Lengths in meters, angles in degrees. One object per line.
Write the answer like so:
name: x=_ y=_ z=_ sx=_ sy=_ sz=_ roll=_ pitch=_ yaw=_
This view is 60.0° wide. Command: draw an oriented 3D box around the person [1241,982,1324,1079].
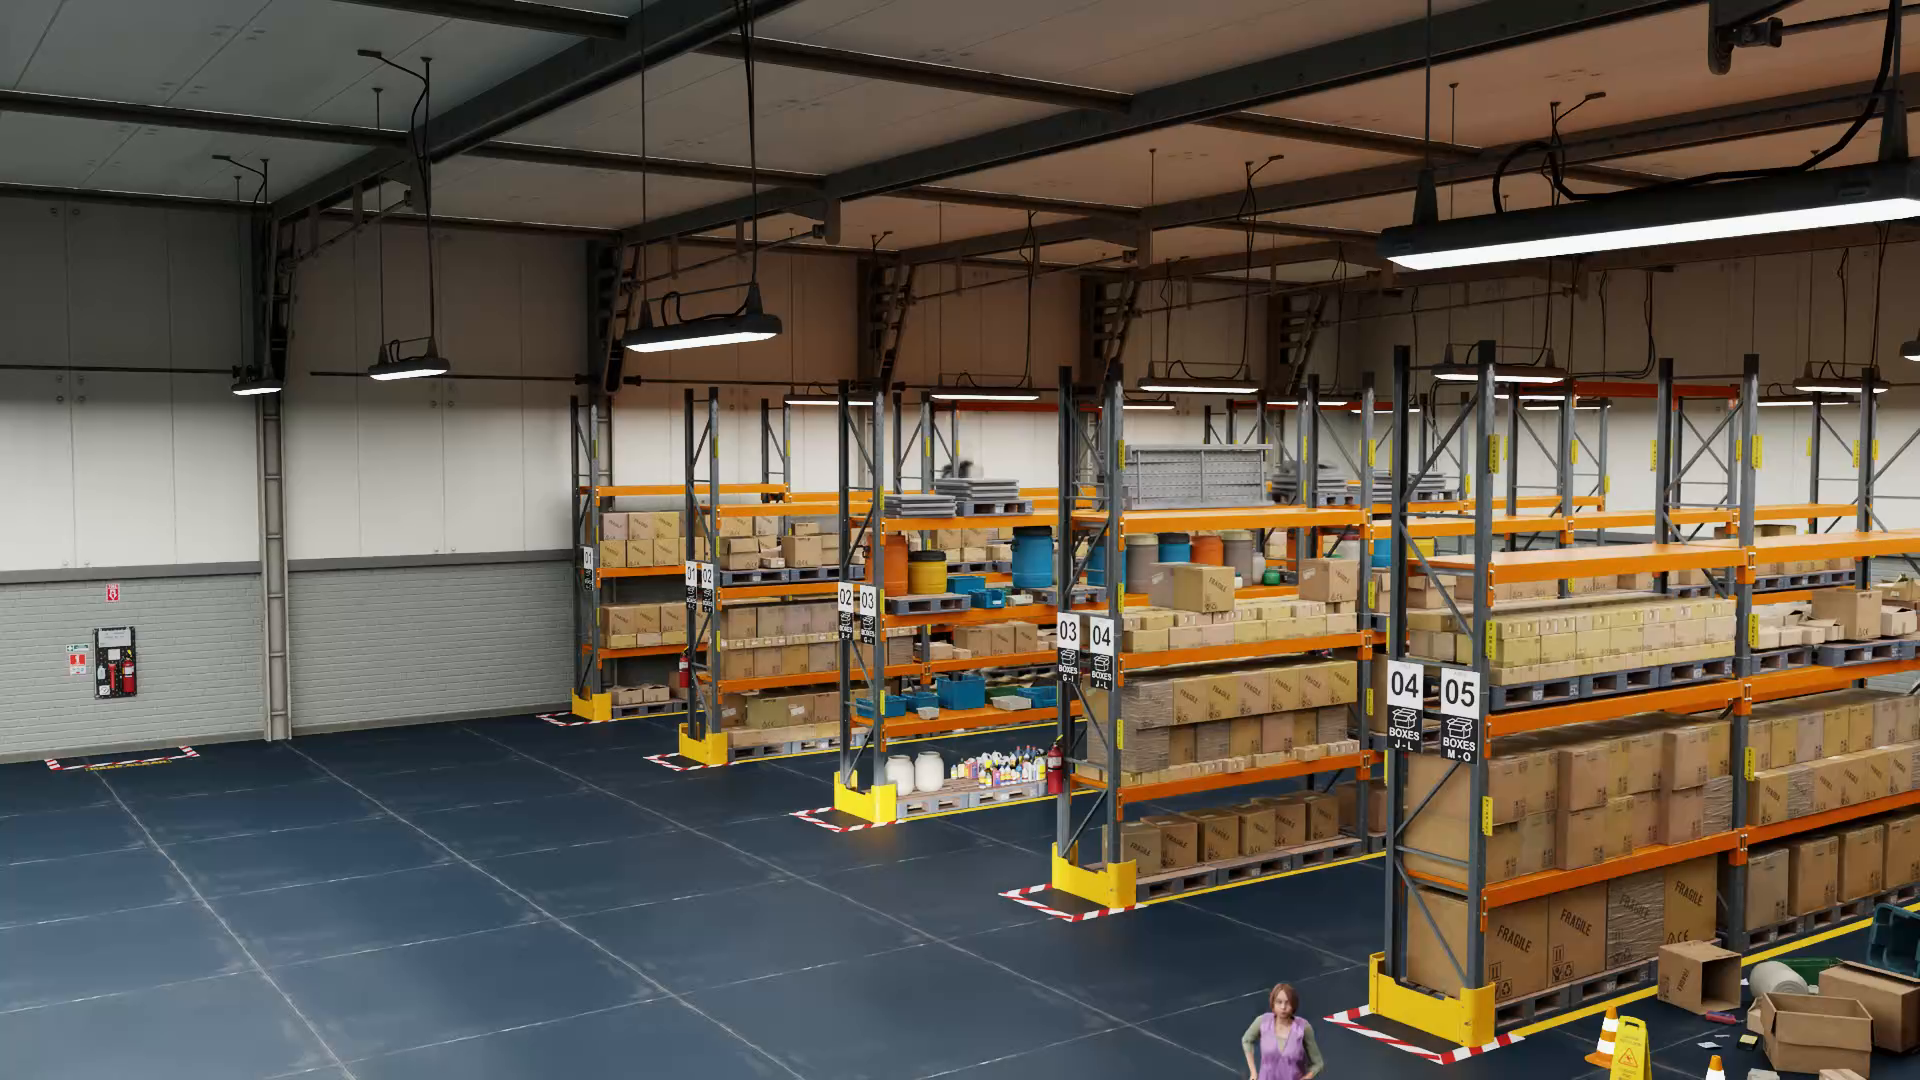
person: x=2.128 y=3.706 z=11.012 sx=0.542 sy=1.600 sz=0.856 roll=1 pitch=4 yaw=12

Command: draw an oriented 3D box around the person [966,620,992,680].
person: x=0.404 y=2.417 z=32.590 sx=0.692 sy=1.558 sz=0.717 roll=3 pitch=5 yaw=44

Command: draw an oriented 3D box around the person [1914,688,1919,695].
person: x=15.415 y=2.810 z=26.383 sx=0.589 sy=1.546 sz=0.505 roll=3 pitch=4 yaw=36
